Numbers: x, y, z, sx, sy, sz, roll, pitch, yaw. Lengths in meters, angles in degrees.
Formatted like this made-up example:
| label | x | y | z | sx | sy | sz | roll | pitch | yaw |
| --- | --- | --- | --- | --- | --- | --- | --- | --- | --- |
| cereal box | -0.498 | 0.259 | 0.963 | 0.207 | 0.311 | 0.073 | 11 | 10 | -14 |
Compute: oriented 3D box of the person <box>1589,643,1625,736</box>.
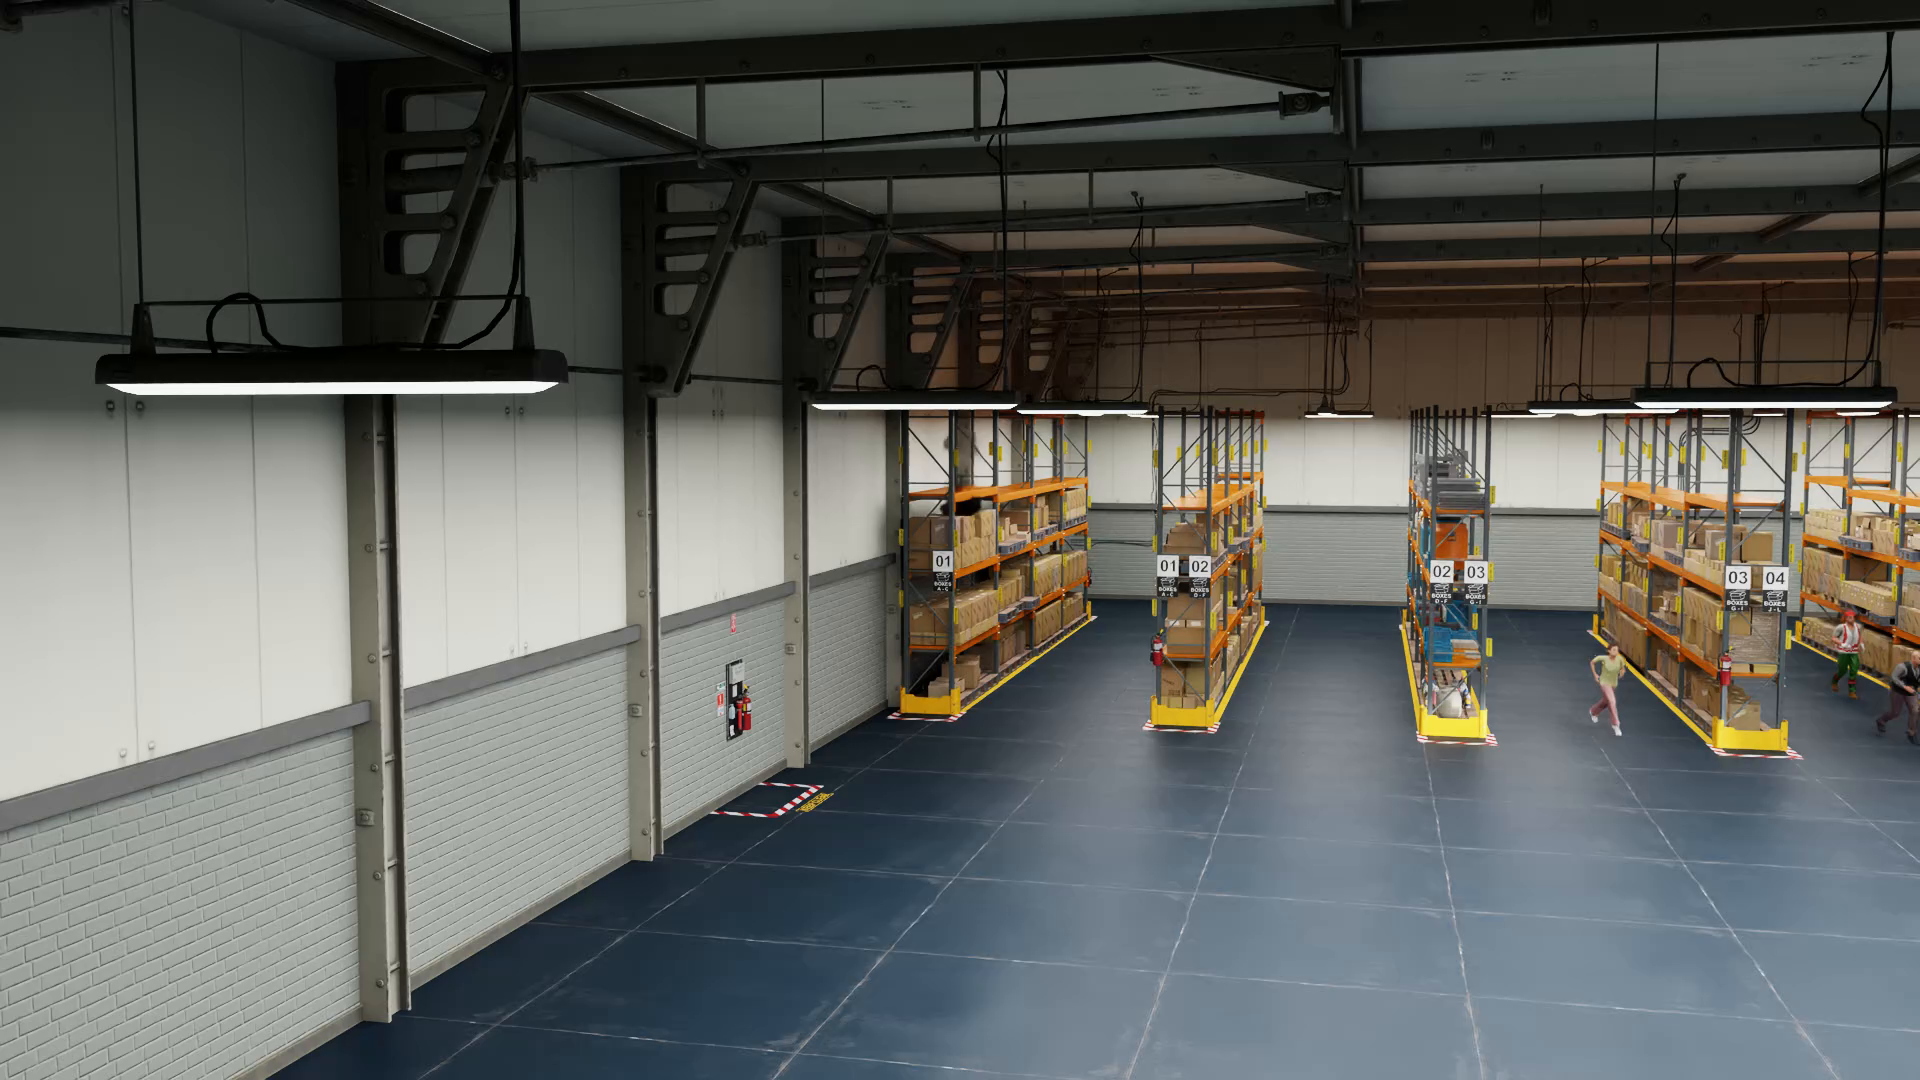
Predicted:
| label | x | y | z | sx | sy | sz | roll | pitch | yaw |
| --- | --- | --- | --- | --- | --- | --- | --- | --- | --- |
| person | 11.939 | 2.703 | 30.688 | 0.581 | 1.666 | 1.081 | -1 | 4 | -11 |

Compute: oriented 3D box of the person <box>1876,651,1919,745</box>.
| label | x | y | z | sx | sy | sz | roll | pitch | yaw |
| --- | --- | --- | --- | --- | --- | --- | --- | --- | --- |
| person | 16.874 | 2.781 | 29.831 | 0.697 | 1.680 | 1.008 | -1 | 4 | -14 |

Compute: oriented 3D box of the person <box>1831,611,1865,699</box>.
| label | x | y | z | sx | sy | sz | roll | pitch | yaw |
| --- | --- | --- | --- | --- | --- | --- | --- | --- | --- |
| person | 18.421 | 2.353 | 34.502 | 0.685 | 1.795 | 0.865 | 0 | 4 | 2 |
